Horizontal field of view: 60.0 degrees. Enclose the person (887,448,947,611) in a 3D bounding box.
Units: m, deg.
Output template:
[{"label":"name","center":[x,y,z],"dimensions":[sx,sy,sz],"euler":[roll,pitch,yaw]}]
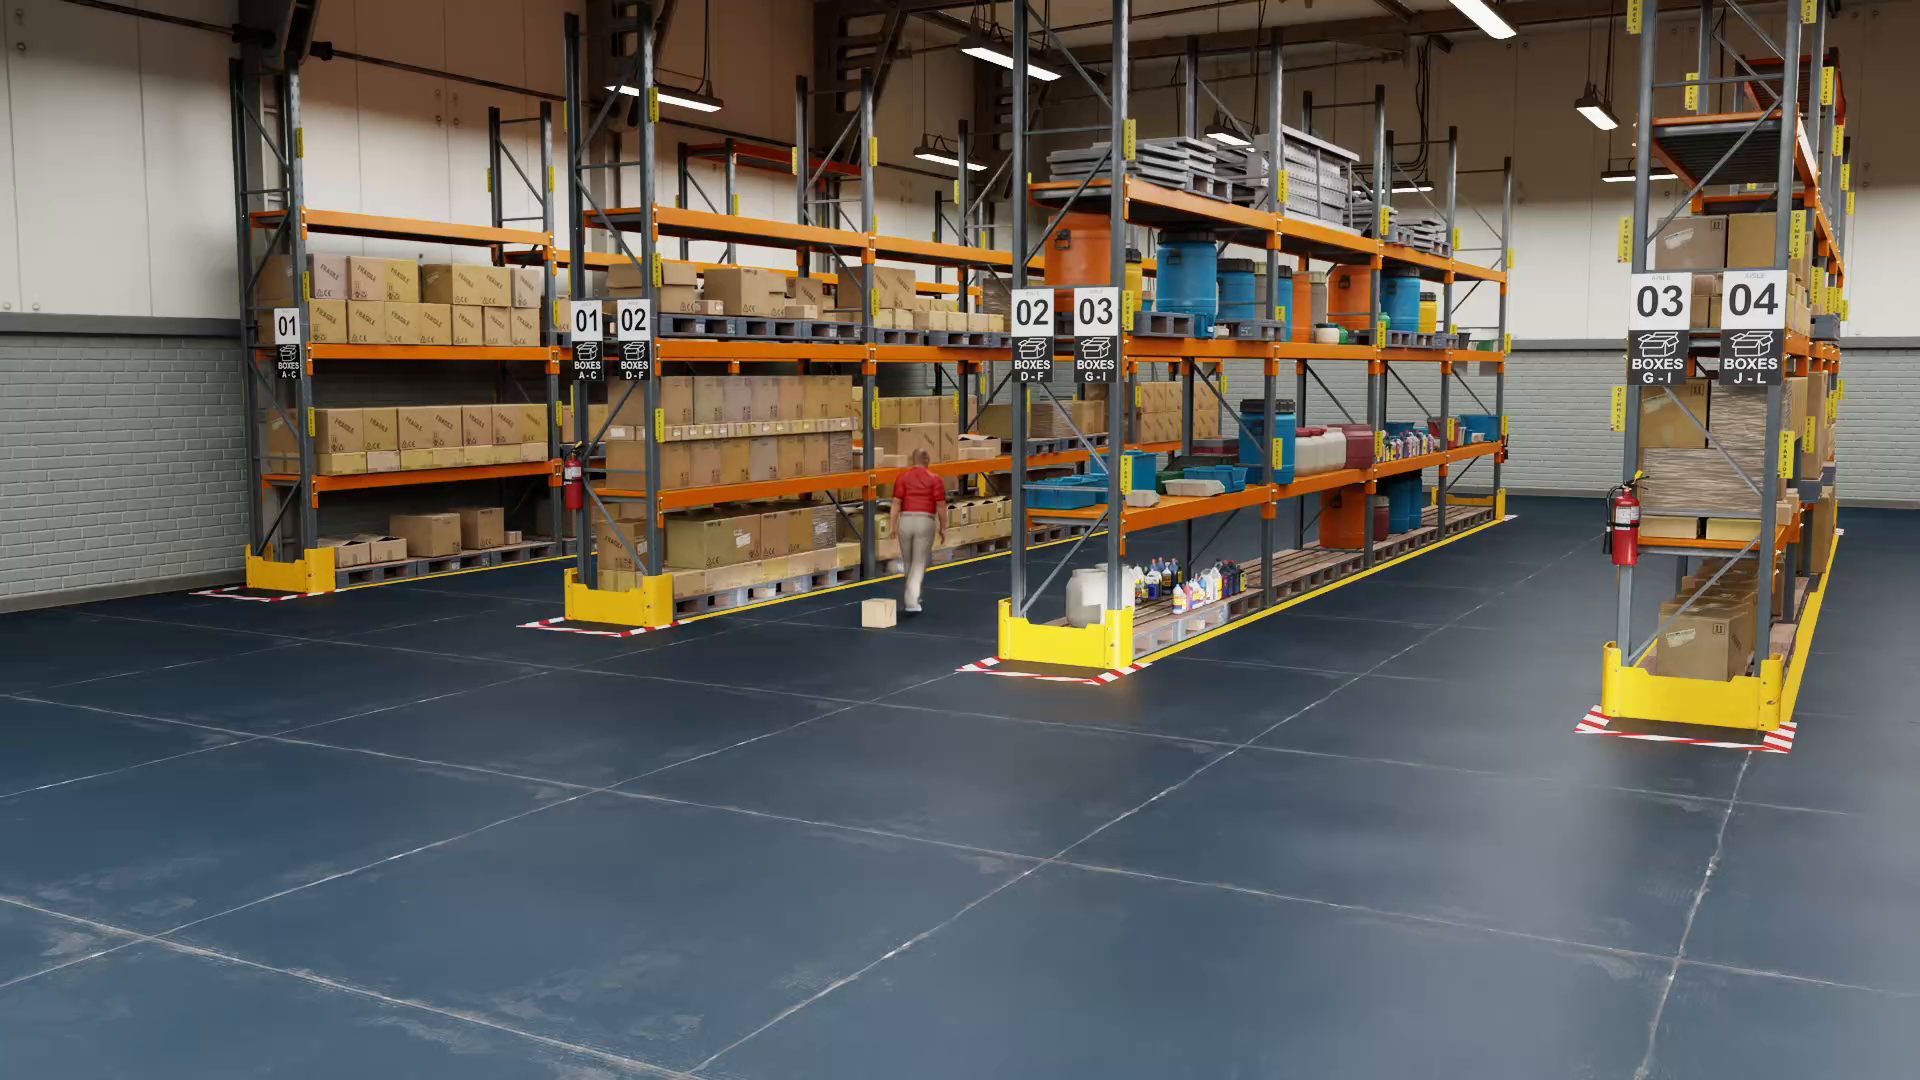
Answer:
[{"label":"person","center":[-0.414,-0.125,17.357],"dimensions":[0.570,1.664,0.979],"euler":[2,6,16]}]
